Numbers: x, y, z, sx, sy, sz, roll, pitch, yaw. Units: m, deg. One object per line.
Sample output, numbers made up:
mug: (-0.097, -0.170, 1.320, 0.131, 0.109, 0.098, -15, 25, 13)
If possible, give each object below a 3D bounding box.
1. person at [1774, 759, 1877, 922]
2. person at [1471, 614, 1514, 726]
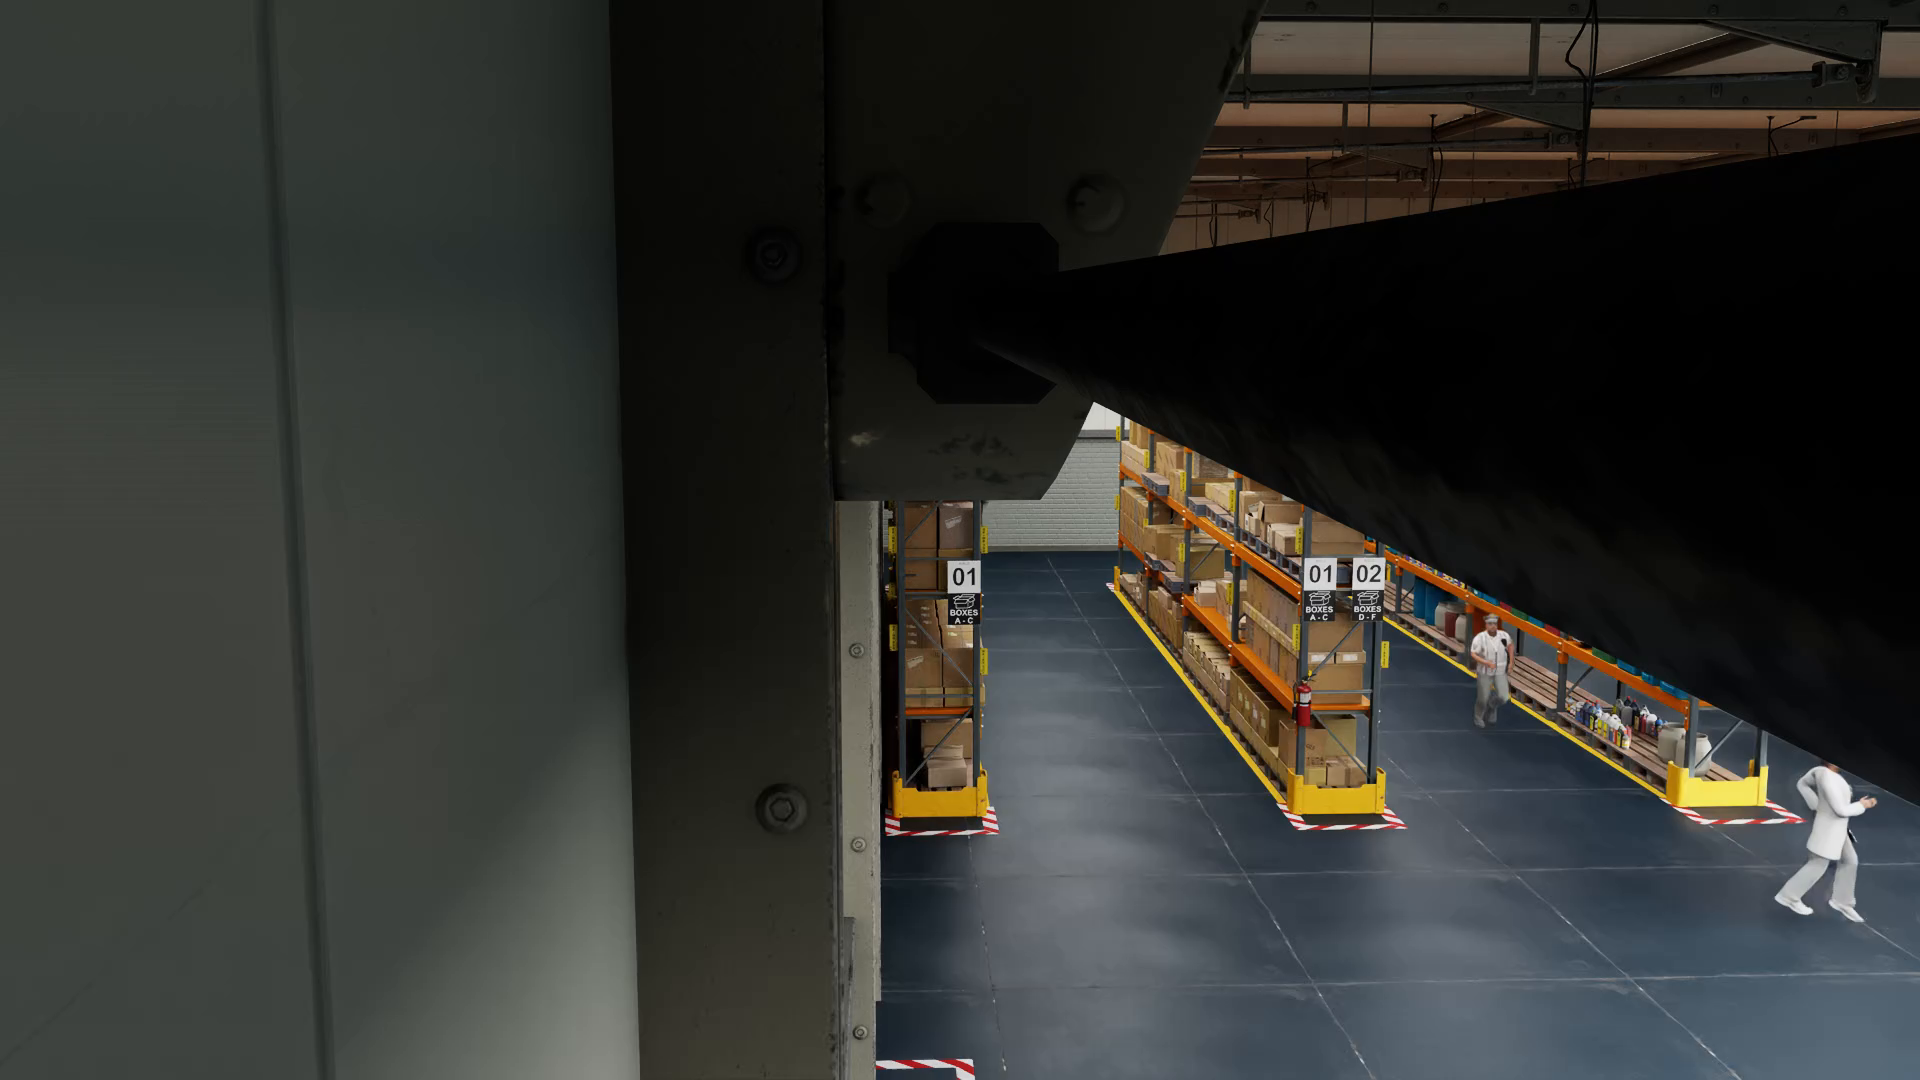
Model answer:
person: (8.857, 3.015, 17.009, 0.866, 1.846, 0.677, 4, 9, 24)
person: (7.875, 1.938, 24.556, 0.687, 1.736, 0.754, 0, 8, 2)
